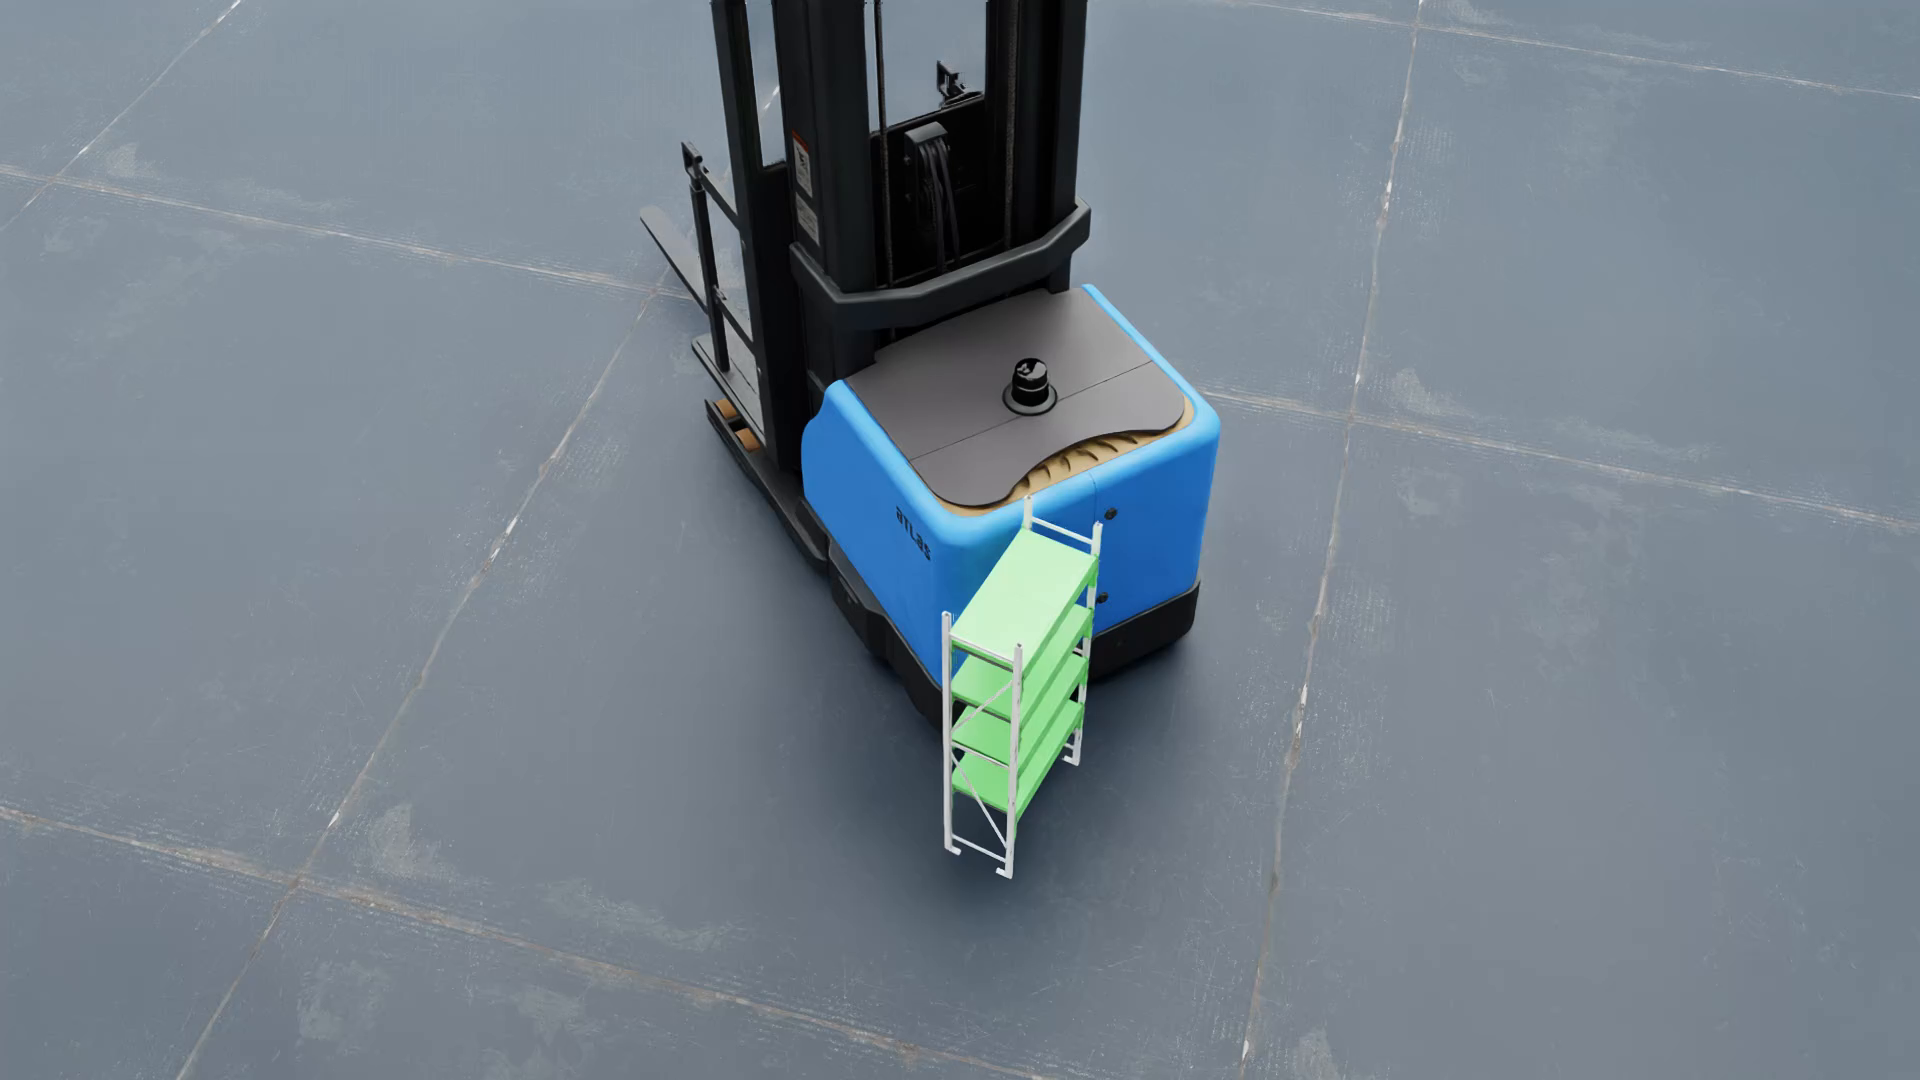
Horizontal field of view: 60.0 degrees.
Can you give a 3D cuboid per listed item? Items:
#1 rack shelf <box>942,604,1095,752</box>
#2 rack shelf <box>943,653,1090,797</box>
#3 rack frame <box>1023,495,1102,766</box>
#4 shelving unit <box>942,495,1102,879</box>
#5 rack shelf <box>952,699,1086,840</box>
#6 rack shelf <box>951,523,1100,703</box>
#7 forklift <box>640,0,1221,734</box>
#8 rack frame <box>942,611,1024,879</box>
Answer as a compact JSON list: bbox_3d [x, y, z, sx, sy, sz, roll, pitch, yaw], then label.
[{"bbox_3d":[0.176,0.359,4.898,0.258,0.148,0.480,22,52,18],"label":"rack shelf"},{"bbox_3d":[0.176,0.518,5.078,0.258,0.148,0.480,22,52,18],"label":"rack shelf"},{"bbox_3d":[0.293,0.315,5.172,0.240,1.200,0.015,22,52,18],"label":"rack frame"},{"bbox_3d":[0.176,0.475,5.030,0.258,1.200,0.503,22,52,18],"label":"shelving unit"},{"bbox_3d":[0.176,0.676,5.258,0.258,0.148,0.480,22,52,18],"label":"rack shelf"},{"bbox_3d":[0.176,0.200,4.718,0.258,0.148,0.480,22,52,18],"label":"rack shelf"},{"bbox_3d":[-0.344,-1.406,5.536,1.130,2.935,3.031,-24,53,-19],"label":"forklift"},{"bbox_3d":[0.060,0.636,4.888,0.240,1.200,0.015,22,52,18],"label":"rack frame"}]
